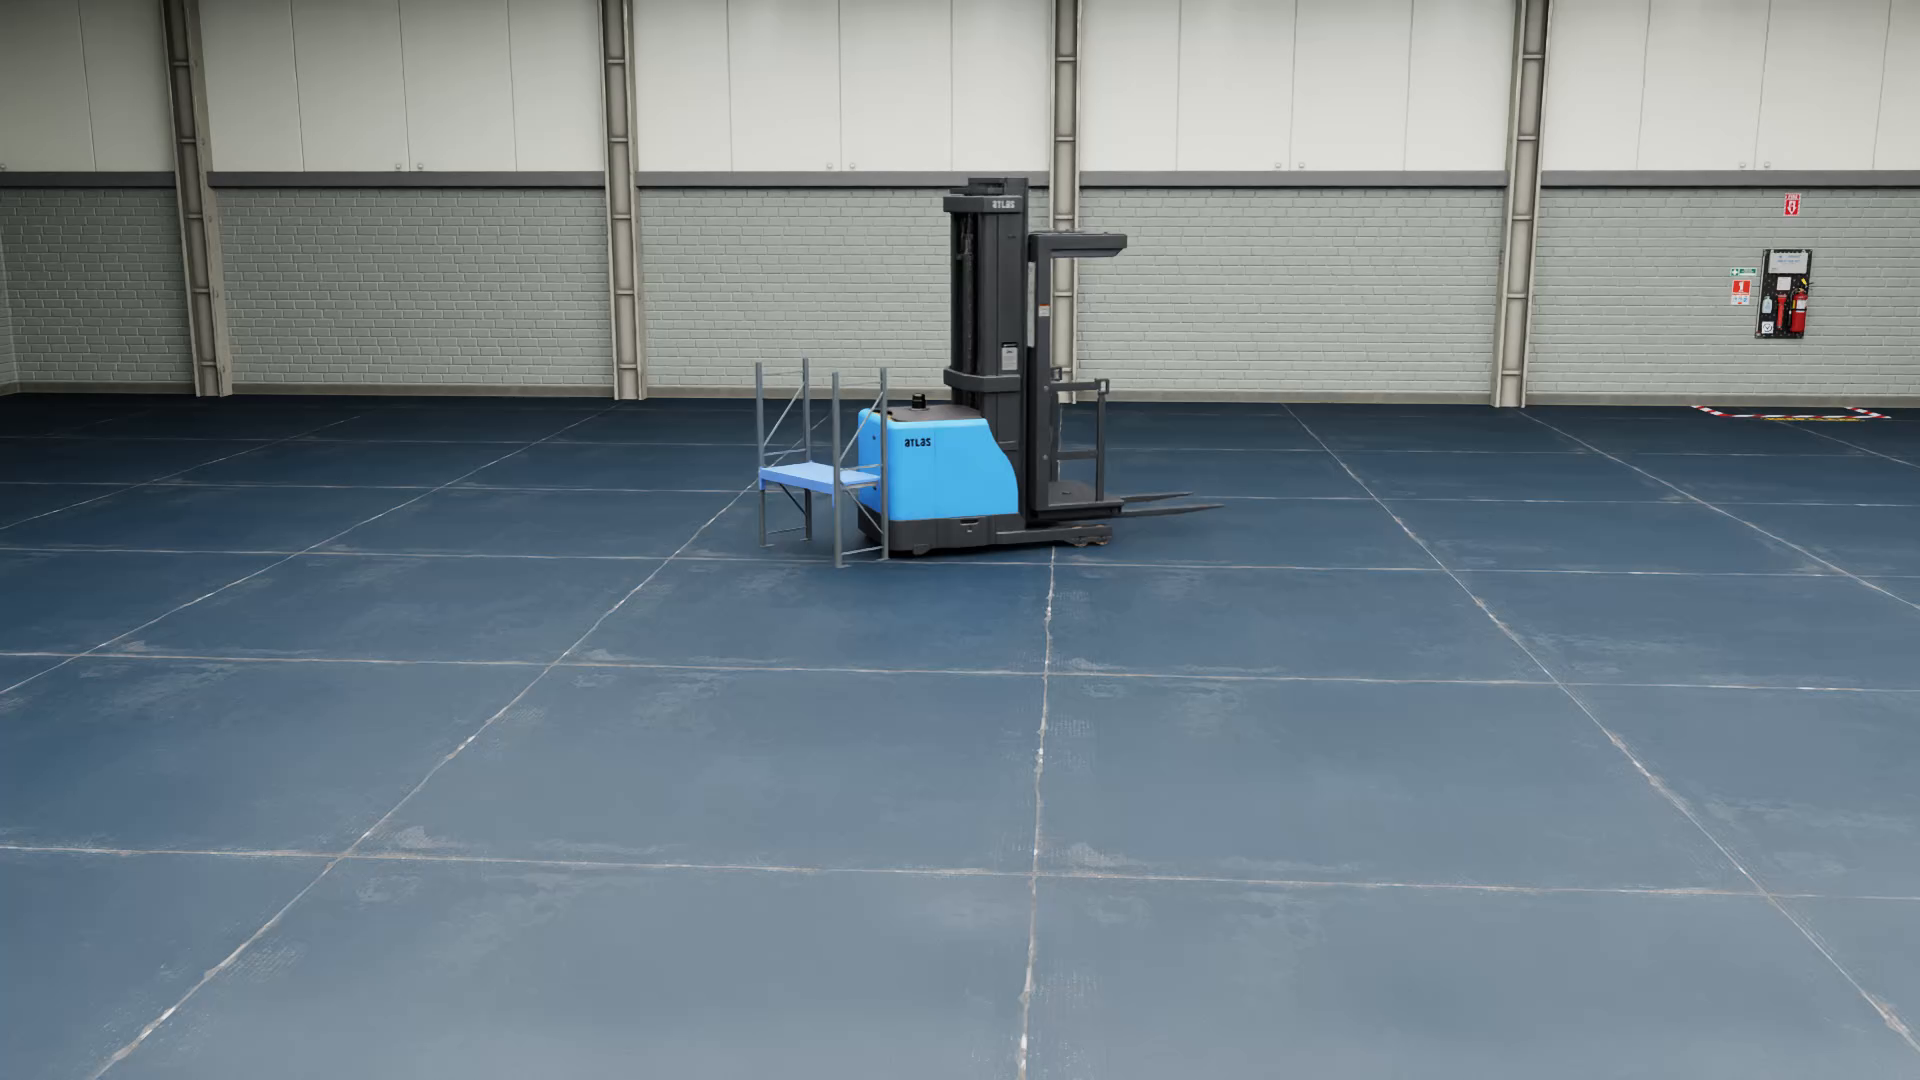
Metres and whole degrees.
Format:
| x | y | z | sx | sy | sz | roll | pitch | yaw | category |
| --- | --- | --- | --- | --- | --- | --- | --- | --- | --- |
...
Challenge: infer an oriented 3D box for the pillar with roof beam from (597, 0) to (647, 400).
| x | y | z | sx | sy | sz | roll | pitch | yaw | category |
| --- | --- | --- | --- | --- | --- | --- | --- | --- | --- |
| -4.879 | -5.501 | 18.086 | 0.400 | 9.000 | 9.100 | 1 | 12 | 4 | pillar with roof beam |

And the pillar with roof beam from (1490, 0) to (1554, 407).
| x | y | z | sx | sy | sz | roll | pitch | yaw | category |
| --- | --- | --- | --- | --- | --- | --- | --- | --- | --- |
| 7.094 | -5.336 | 17.301 | 0.400 | 9.000 | 9.100 | 1 | 12 | 4 | pillar with roof beam |

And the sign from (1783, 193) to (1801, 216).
| x | y | z | sx | sy | sz | roll | pitch | yaw | category |
| --- | --- | --- | --- | --- | --- | --- | --- | --- | --- |
| 10.904 | -4.394 | 21.786 | 0.199 | 0.298 | 0.001 | 1 | 12 | 4 | sign |

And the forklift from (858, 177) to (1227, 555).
| x | y | z | sx | sy | sz | roll | pitch | yaw | category |
| --- | --- | --- | --- | --- | --- | --- | --- | --- | --- |
| 0.725 | -1.476 | 13.663 | 3.031 | 2.935 | 1.130 | -4 | 12 | -18 | forklift |

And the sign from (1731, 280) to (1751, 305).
| x | y | z | sx | sy | sz | roll | pitch | yaw | category |
| --- | --- | --- | --- | --- | --- | --- | --- | --- | --- |
| 10.360 | -3.285 | 22.059 | 0.234 | 0.329 | 0.001 | 1 | 12 | 4 | sign |

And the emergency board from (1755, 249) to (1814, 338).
| x | y | z | sx | sy | sz | roll | pitch | yaw | category |
| --- | --- | --- | --- | --- | --- | --- | --- | --- | --- |
| 10.905 | -3.239 | 21.926 | 0.643 | 1.169 | 0.194 | 1 | 12 | 4 | emergency board |

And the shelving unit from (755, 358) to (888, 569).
| x | y | z | sx | sy | sz | roll | pitch | yaw | category |
| --- | --- | --- | --- | --- | --- | --- | --- | --- | --- |
| -1.093 | -0.629 | 13.112 | 0.538 | 1.500 | 1.048 | -10 | 15 | -40 | shelving unit |

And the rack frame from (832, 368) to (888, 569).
| x | y | z | sx | sy | sz | roll | pitch | yaw | category |
| --- | --- | --- | --- | --- | --- | --- | --- | --- | --- |
| -0.760 | -0.550 | 12.736 | 0.500 | 1.500 | 0.032 | -10 | 15 | -40 | rack frame |

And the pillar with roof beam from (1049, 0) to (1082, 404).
| x | y | z | sx | sy | sz | roll | pitch | yaw | category |
| --- | --- | --- | --- | --- | --- | --- | --- | --- | --- |
| 1.107 | -5.418 | 17.693 | 0.400 | 9.000 | 9.100 | 1 | 12 | 4 | pillar with roof beam |

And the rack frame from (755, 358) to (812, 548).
| x | y | z | sx | sy | sz | roll | pitch | yaw | category |
| --- | --- | --- | --- | --- | --- | --- | --- | --- | --- |
| -1.426 | -0.708 | 13.488 | 0.500 | 1.500 | 0.032 | -10 | 15 | -40 | rack frame |

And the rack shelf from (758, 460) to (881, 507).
| x | y | z | sx | sy | sz | roll | pitch | yaw | category |
| --- | --- | --- | --- | --- | --- | --- | --- | --- | --- |
| -1.093 | -0.453 | 13.149 | 0.538 | 0.185 | 1.000 | -10 | 15 | -40 | rack shelf |

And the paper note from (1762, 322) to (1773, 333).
| x | y | z | sx | sy | sz | roll | pitch | yaw | category |
| --- | --- | --- | --- | --- | --- | --- | --- | --- | --- |
| 10.733 | -2.824 | 22.095 | 0.142 | 0.148 | 0.016 | 1 | 12 | 4 | paper note |

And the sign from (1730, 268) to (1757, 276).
| x | y | z | sx | sy | sz | roll | pitch | yaw | category |
| --- | --- | --- | --- | --- | --- | --- | --- | --- | --- |
| 10.364 | -3.543 | 21.996 | 0.331 | 0.109 | 0.001 | 1 | 12 | 4 | sign |

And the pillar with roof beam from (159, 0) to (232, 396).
| x | y | z | sx | sy | sz | roll | pitch | yaw | category |
| --- | --- | --- | --- | --- | --- | --- | --- | --- | --- |
| -10.866 | -5.583 | 18.478 | 0.400 | 9.000 | 9.100 | 1 | 12 | 4 | pillar with roof beam |
